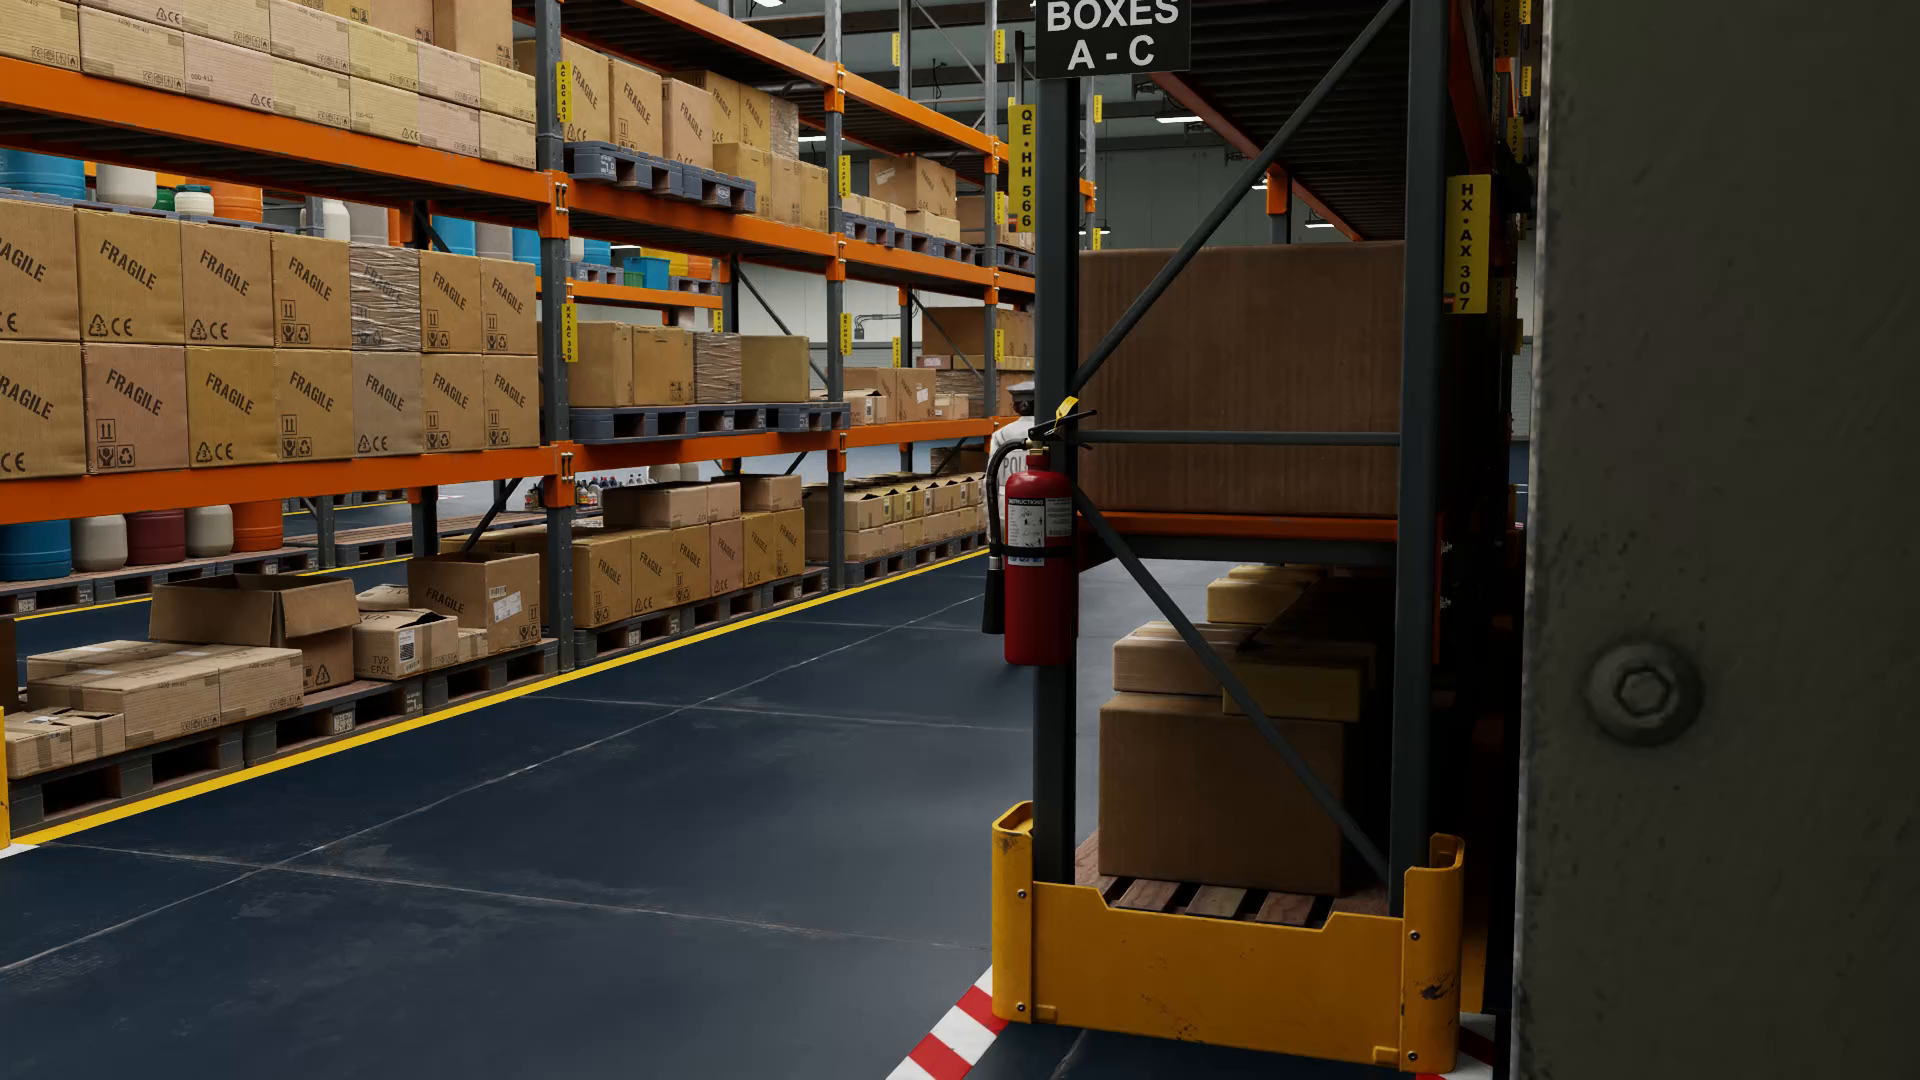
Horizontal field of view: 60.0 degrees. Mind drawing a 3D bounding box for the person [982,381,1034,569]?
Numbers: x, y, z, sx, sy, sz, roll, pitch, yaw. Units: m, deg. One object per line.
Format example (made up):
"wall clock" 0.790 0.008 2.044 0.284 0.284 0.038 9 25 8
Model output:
"person" 0.409 -0.100 9.790 0.547 1.666 0.412 1 6 15
